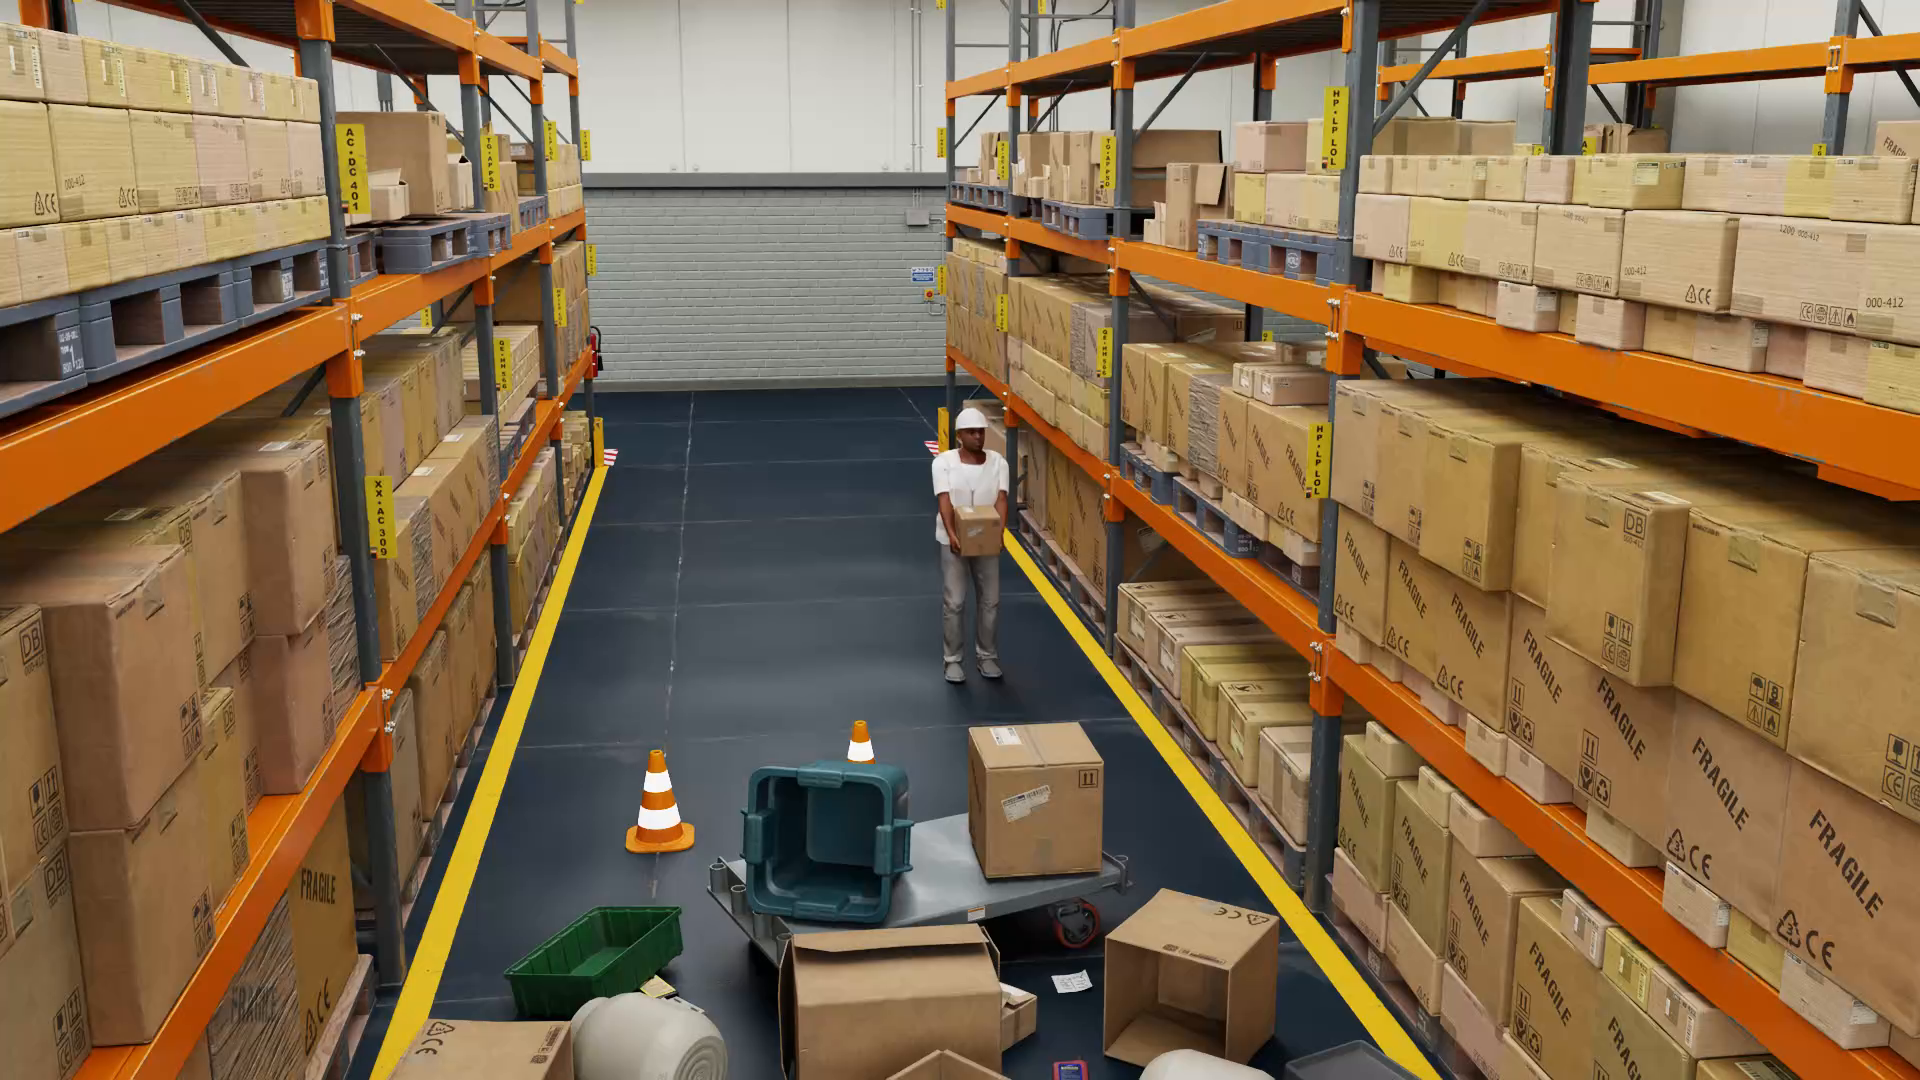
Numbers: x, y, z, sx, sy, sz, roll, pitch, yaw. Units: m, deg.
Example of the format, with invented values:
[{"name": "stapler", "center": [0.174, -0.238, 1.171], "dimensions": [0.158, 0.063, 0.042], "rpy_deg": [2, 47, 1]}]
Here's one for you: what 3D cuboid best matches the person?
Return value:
[{"name": "person", "center": [0.092, 0.043, 10.752], "dimensions": [0.504, 1.761, 0.578], "rpy_deg": [-2, 13, -10]}]
